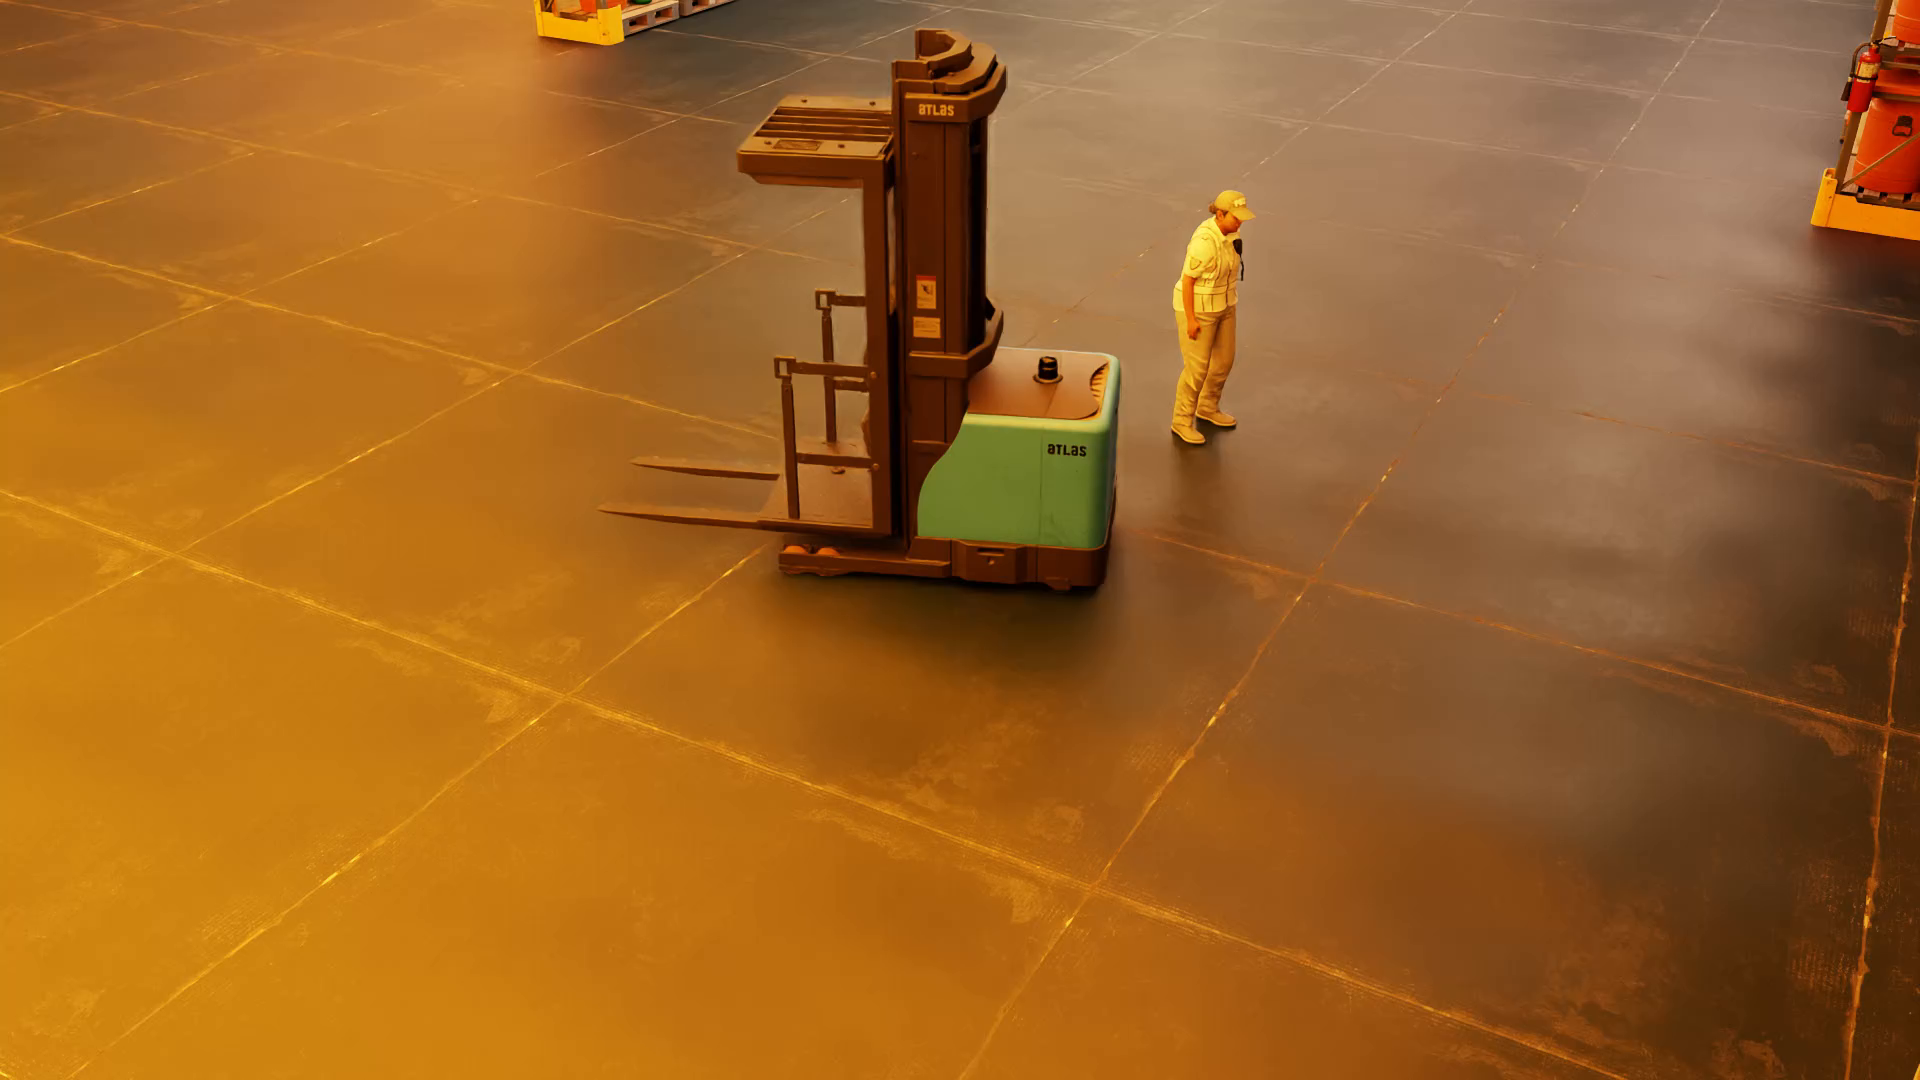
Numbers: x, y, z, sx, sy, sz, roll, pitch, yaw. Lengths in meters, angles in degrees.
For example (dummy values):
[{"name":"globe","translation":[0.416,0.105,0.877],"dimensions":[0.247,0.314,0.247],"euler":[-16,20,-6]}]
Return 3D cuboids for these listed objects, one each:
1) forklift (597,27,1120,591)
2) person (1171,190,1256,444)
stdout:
[{"name":"forklift","translation":[-0.611,-1.309,9.339],"dimensions":[3.031,2.935,1.130],"euler":[4,30,8]},{"name":"person","translation":[1.652,-1.493,10.928],"dimensions":[0.470,1.664,0.548],"euler":[25,38,36]}]
